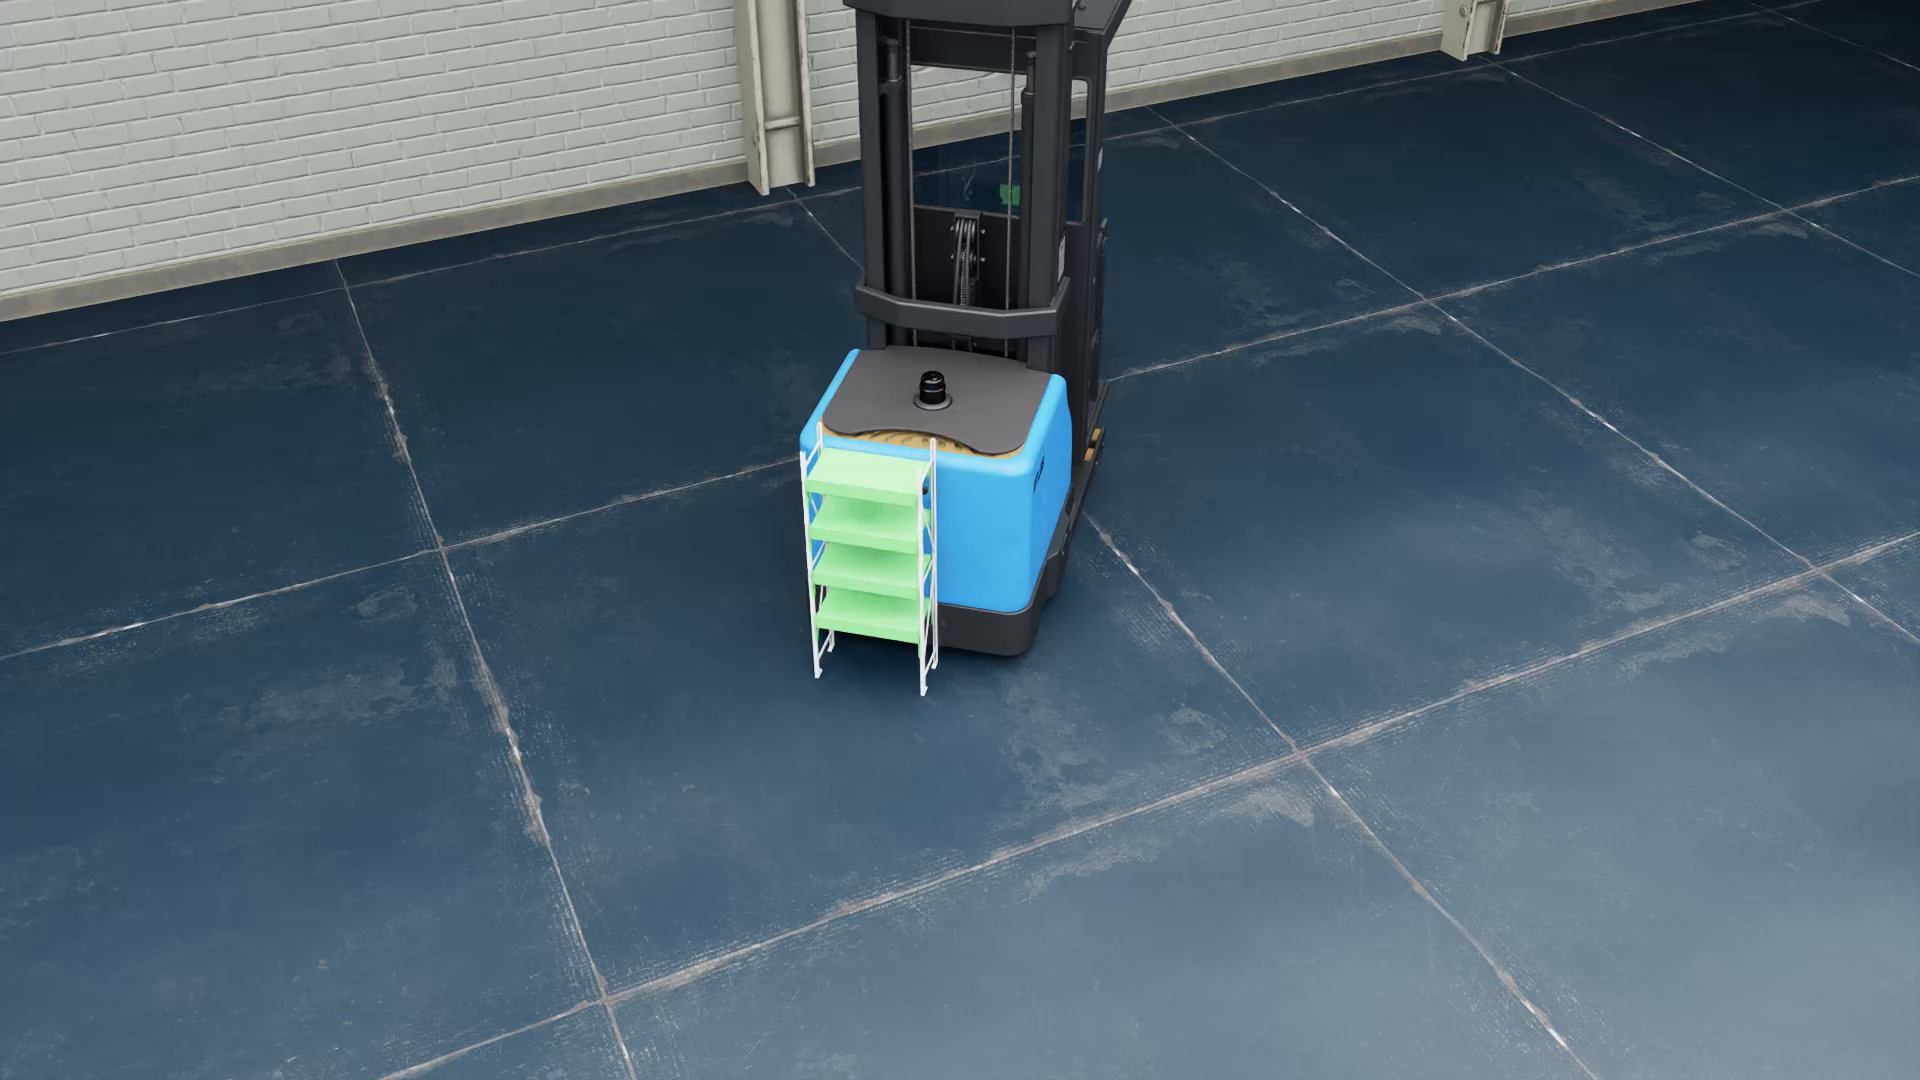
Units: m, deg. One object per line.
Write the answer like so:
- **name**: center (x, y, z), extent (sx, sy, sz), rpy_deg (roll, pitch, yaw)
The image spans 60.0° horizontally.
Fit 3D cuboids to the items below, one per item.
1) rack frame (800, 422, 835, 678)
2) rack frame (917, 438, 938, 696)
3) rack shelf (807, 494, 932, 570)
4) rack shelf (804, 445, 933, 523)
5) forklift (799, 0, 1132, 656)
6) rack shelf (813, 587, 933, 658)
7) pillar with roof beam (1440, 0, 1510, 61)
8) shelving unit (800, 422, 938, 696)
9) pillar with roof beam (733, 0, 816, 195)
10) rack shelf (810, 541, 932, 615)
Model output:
- **rack frame**: center (-0.610, 0.065, 7.155), extent (0.015, 1.200, 0.240), rpy_deg (8, 37, 11)
- **rack frame**: center (-0.136, 0.135, 7.061), extent (0.015, 1.200, 0.240), rpy_deg (8, 37, 11)
- **rack shelf**: center (-0.373, -0.041, 7.003), extent (0.480, 0.148, 0.258), rpy_deg (8, 37, 11)
- **rack shelf**: center (-0.373, -0.234, 6.860), extent (0.480, 0.148, 0.258), rpy_deg (8, 37, 11)
- **forklift**: center (0.151, -1.538, 7.864), extent (1.130, 2.935, 3.031), rpy_deg (8, 37, 11)
- **rack shelf**: center (-0.373, 0.344, 7.289), extent (0.480, 0.148, 0.258), rpy_deg (8, 37, 11)
- **pillar with roof beam**: center (6.012, -5.315, 7.862), extent (0.400, 9.000, 9.100), rpy_deg (-16, 39, -20)
- **shelving unit**: center (-0.373, 0.100, 7.108), extent (0.503, 1.200, 0.258), rpy_deg (8, 37, 11)
- **pillar with roof beam**: center (0.580, -3.796, 5.815), extent (0.400, 9.000, 9.100), rpy_deg (-16, 39, -20)
- **rack shelf**: center (-0.373, 0.151, 7.146), extent (0.480, 0.148, 0.258), rpy_deg (8, 37, 11)
